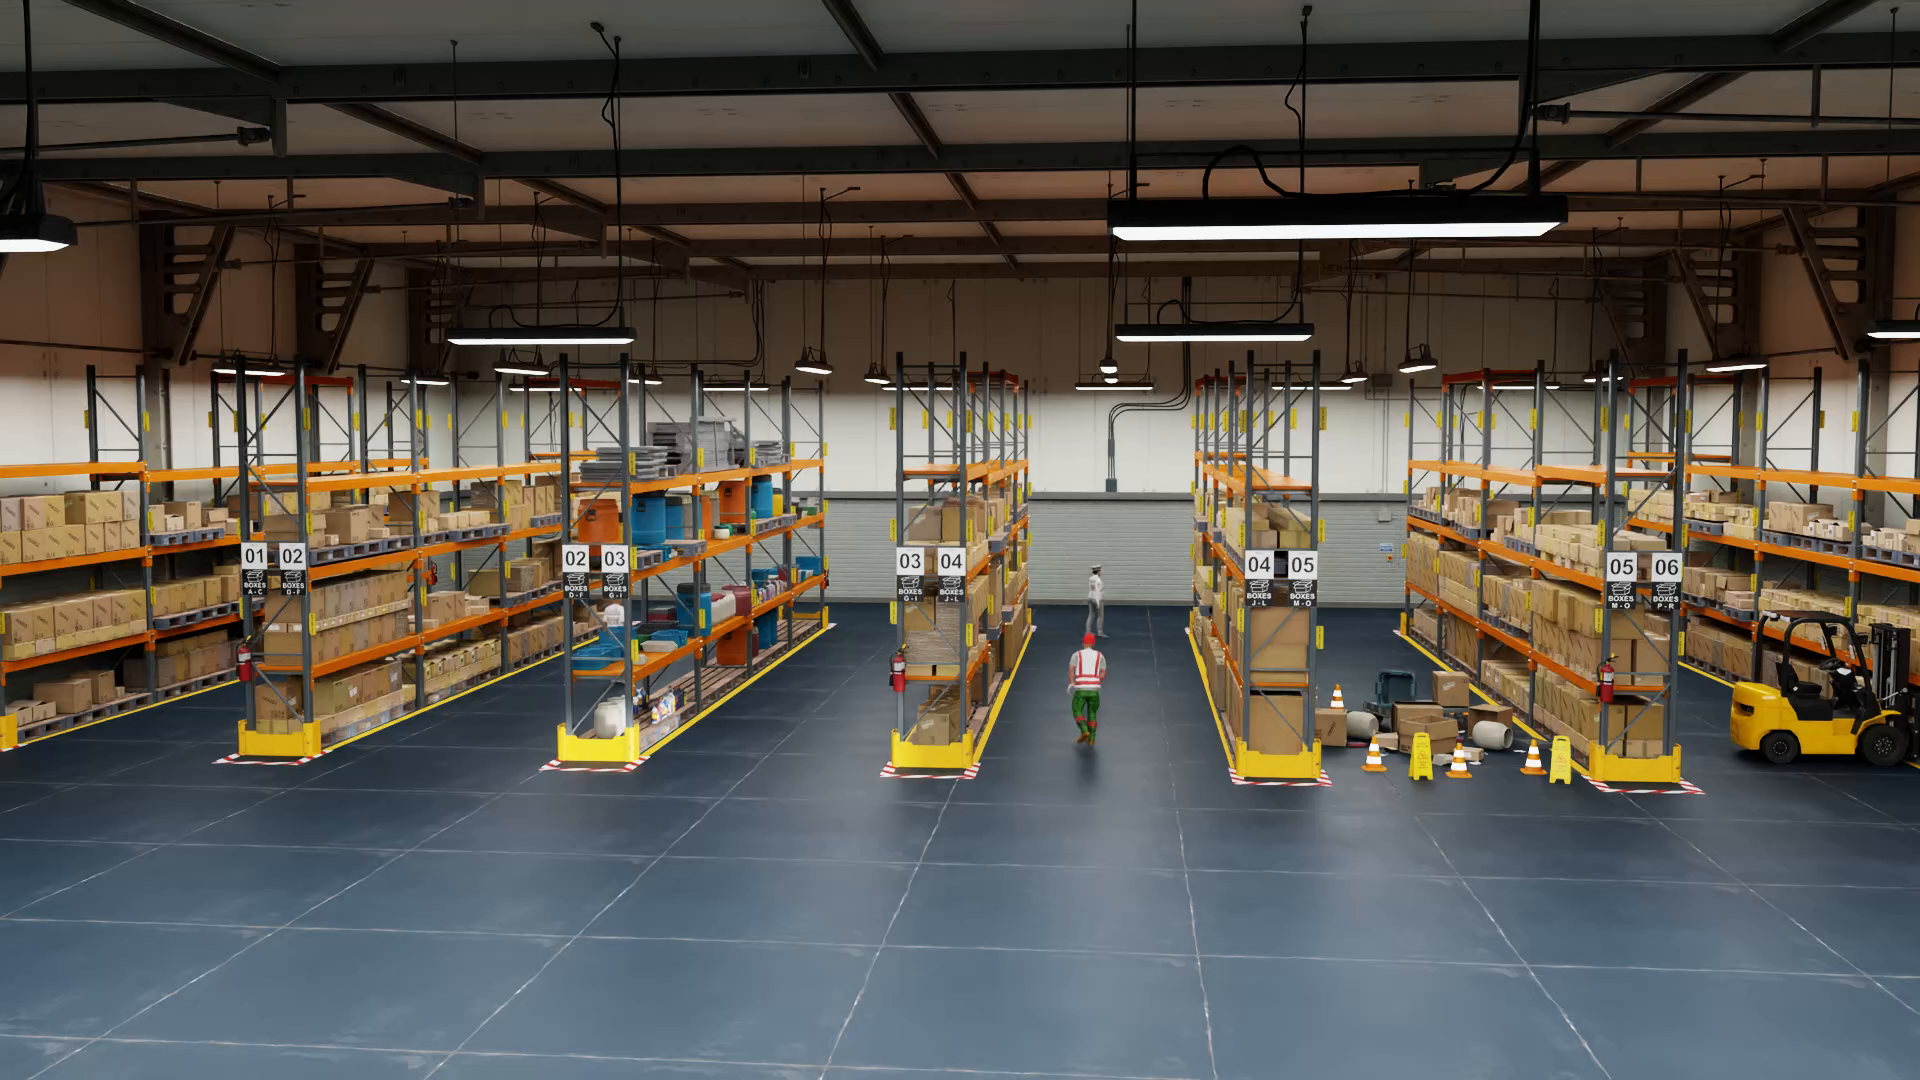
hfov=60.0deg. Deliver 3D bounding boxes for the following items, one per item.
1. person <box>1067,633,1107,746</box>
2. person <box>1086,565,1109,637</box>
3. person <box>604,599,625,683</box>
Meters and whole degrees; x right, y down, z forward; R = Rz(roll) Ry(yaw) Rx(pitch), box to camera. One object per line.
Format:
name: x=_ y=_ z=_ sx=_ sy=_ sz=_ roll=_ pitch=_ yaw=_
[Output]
person: x=1.986 y=2.323 z=25.772 sx=0.618 sy=1.711 sz=0.764 roll=-1 pitch=4 yaw=-8
person: x=3.171 y=1.438 z=38.713 sx=0.547 sy=1.706 sz=0.522 roll=-2 pitch=5 yaw=-26
person: x=-6.581 y=1.866 z=31.815 sx=0.576 sy=1.762 sz=0.533 roll=2 pitch=5 yaw=31
